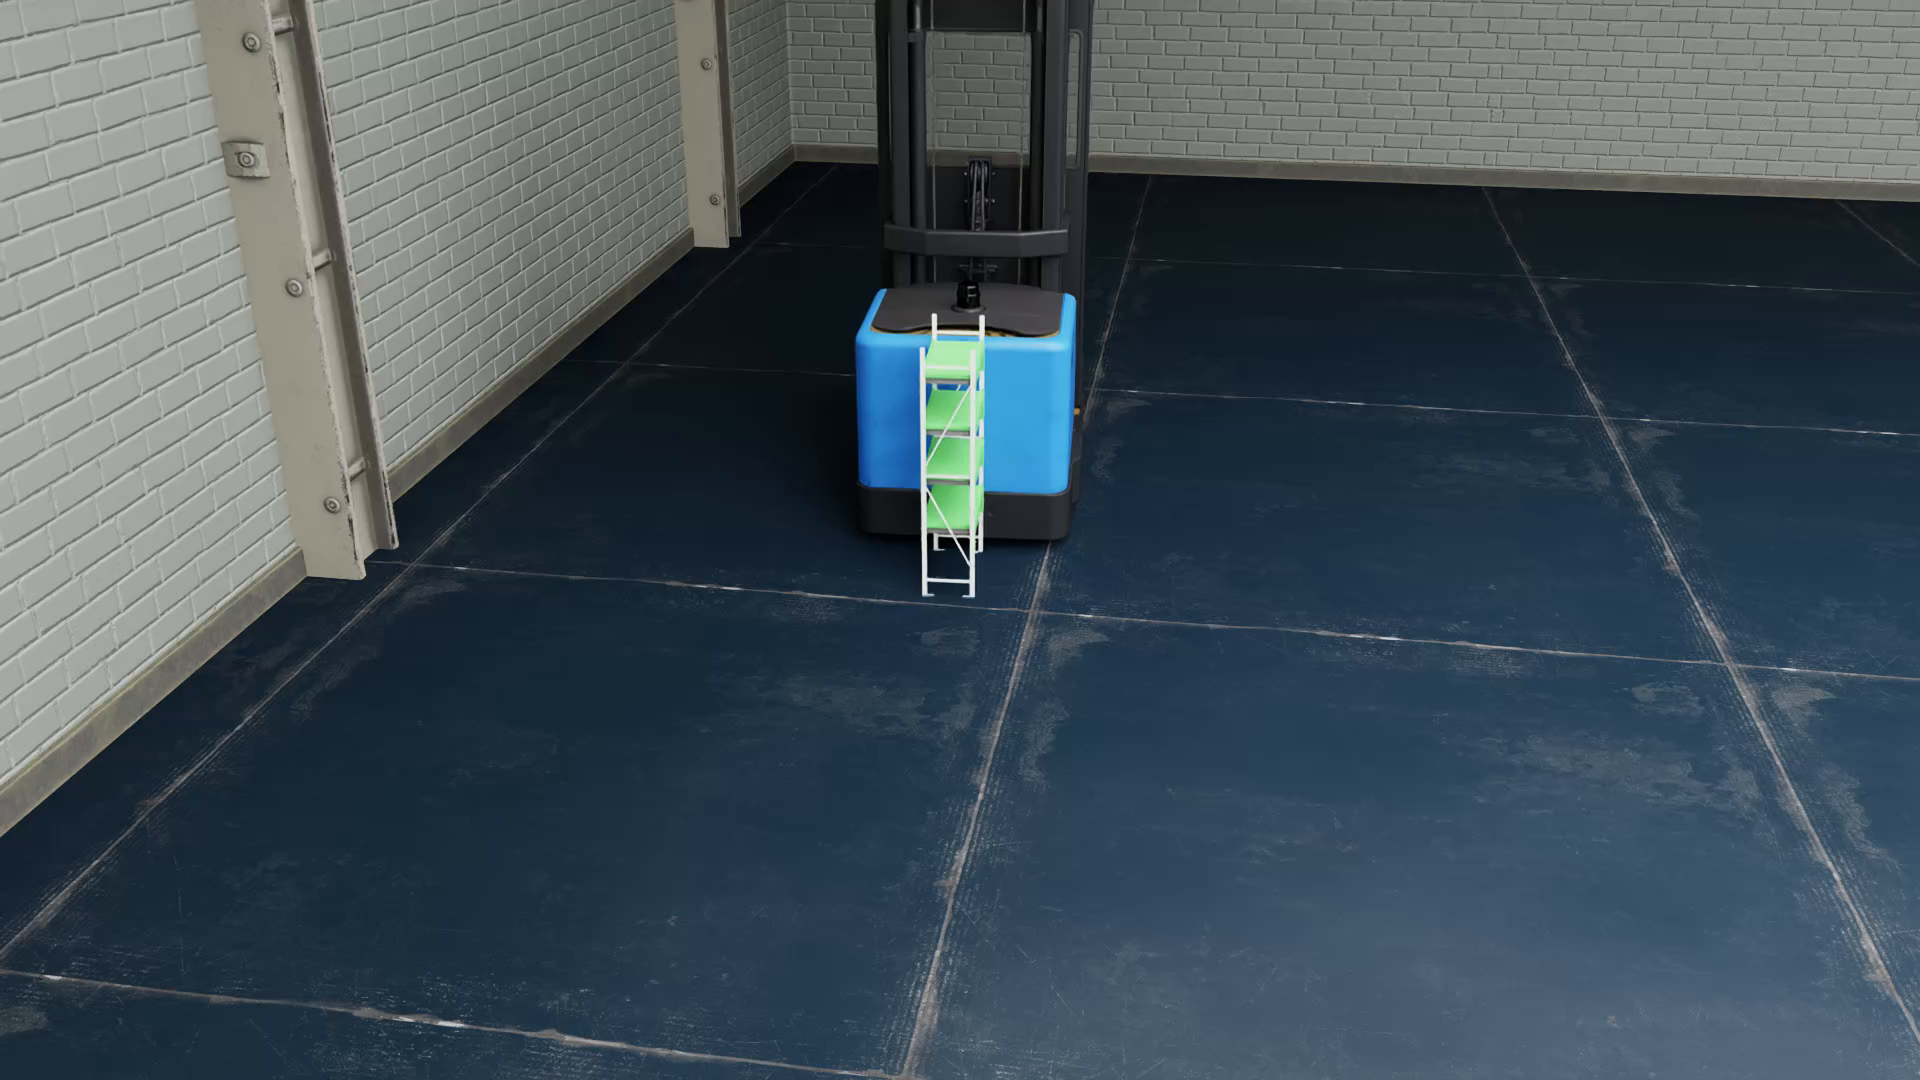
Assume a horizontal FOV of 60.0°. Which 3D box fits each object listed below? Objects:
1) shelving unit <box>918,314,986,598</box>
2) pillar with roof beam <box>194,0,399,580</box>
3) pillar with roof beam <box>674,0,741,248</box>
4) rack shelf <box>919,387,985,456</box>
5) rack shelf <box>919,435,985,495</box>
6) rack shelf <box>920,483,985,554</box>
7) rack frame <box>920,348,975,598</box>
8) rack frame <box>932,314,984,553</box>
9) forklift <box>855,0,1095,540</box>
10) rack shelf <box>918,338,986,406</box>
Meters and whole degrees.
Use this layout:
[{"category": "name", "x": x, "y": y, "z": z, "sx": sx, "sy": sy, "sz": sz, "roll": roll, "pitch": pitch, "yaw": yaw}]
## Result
[{"category": "shelving unit", "x": -0.032, "y": -0.384, "z": 7.656, "sx": 0.258, "sy": 1.200, "sz": 0.503, "roll": 2, "pitch": 25, "yaw": 5}, {"category": "pillar with roof beam", "x": 1.300, "y": -3.682, "z": 5.501, "sx": 9.100, "sy": 9.000, "sz": 0.400, "roll": 4, "pitch": 25, "yaw": 9}, {"category": "pillar with roof beam", "x": 2.281, "y": -6.191, "z": 10.862, "sx": 9.100, "sy": 9.000, "sz": 0.400, "roll": 4, "pitch": 25, "yaw": 9}, {"category": "rack shelf", "x": -0.032, "y": -0.544, "z": 7.581, "sx": 0.258, "sy": 0.148, "sz": 0.480, "roll": 2, "pitch": 25, "yaw": 5}, {"category": "rack shelf", "x": -0.032, "y": -0.326, "z": 7.683, "sx": 0.258, "sy": 0.148, "sz": 0.480, "roll": 2, "pitch": 25, "yaw": 5}, {"category": "rack shelf", "x": -0.032, "y": -0.109, "z": 7.785, "sx": 0.258, "sy": 0.148, "sz": 0.480, "roll": 2, "pitch": 25, "yaw": 5}, {"category": "rack frame", "x": -0.054, "y": -0.281, "z": 7.436, "sx": 0.240, "sy": 1.200, "sz": 0.015, "roll": 2, "pitch": 25, "yaw": 5}, {"category": "rack frame", "x": -0.009, "y": -0.487, "z": 7.876, "sx": 0.240, "sy": 1.200, "sz": 0.015, "roll": 2, "pitch": 25, "yaw": 5}, {"category": "forklift", "x": 0.143, "y": -1.917, "z": 8.887, "sx": 1.130, "sy": 2.935, "sz": 3.031, "roll": 2, "pitch": 25, "yaw": 5}, {"category": "rack shelf", "x": -0.032, "y": -0.761, "z": 7.479, "sx": 0.258, "sy": 0.148, "sz": 0.480, "roll": 2, "pitch": 25, "yaw": 5}]
